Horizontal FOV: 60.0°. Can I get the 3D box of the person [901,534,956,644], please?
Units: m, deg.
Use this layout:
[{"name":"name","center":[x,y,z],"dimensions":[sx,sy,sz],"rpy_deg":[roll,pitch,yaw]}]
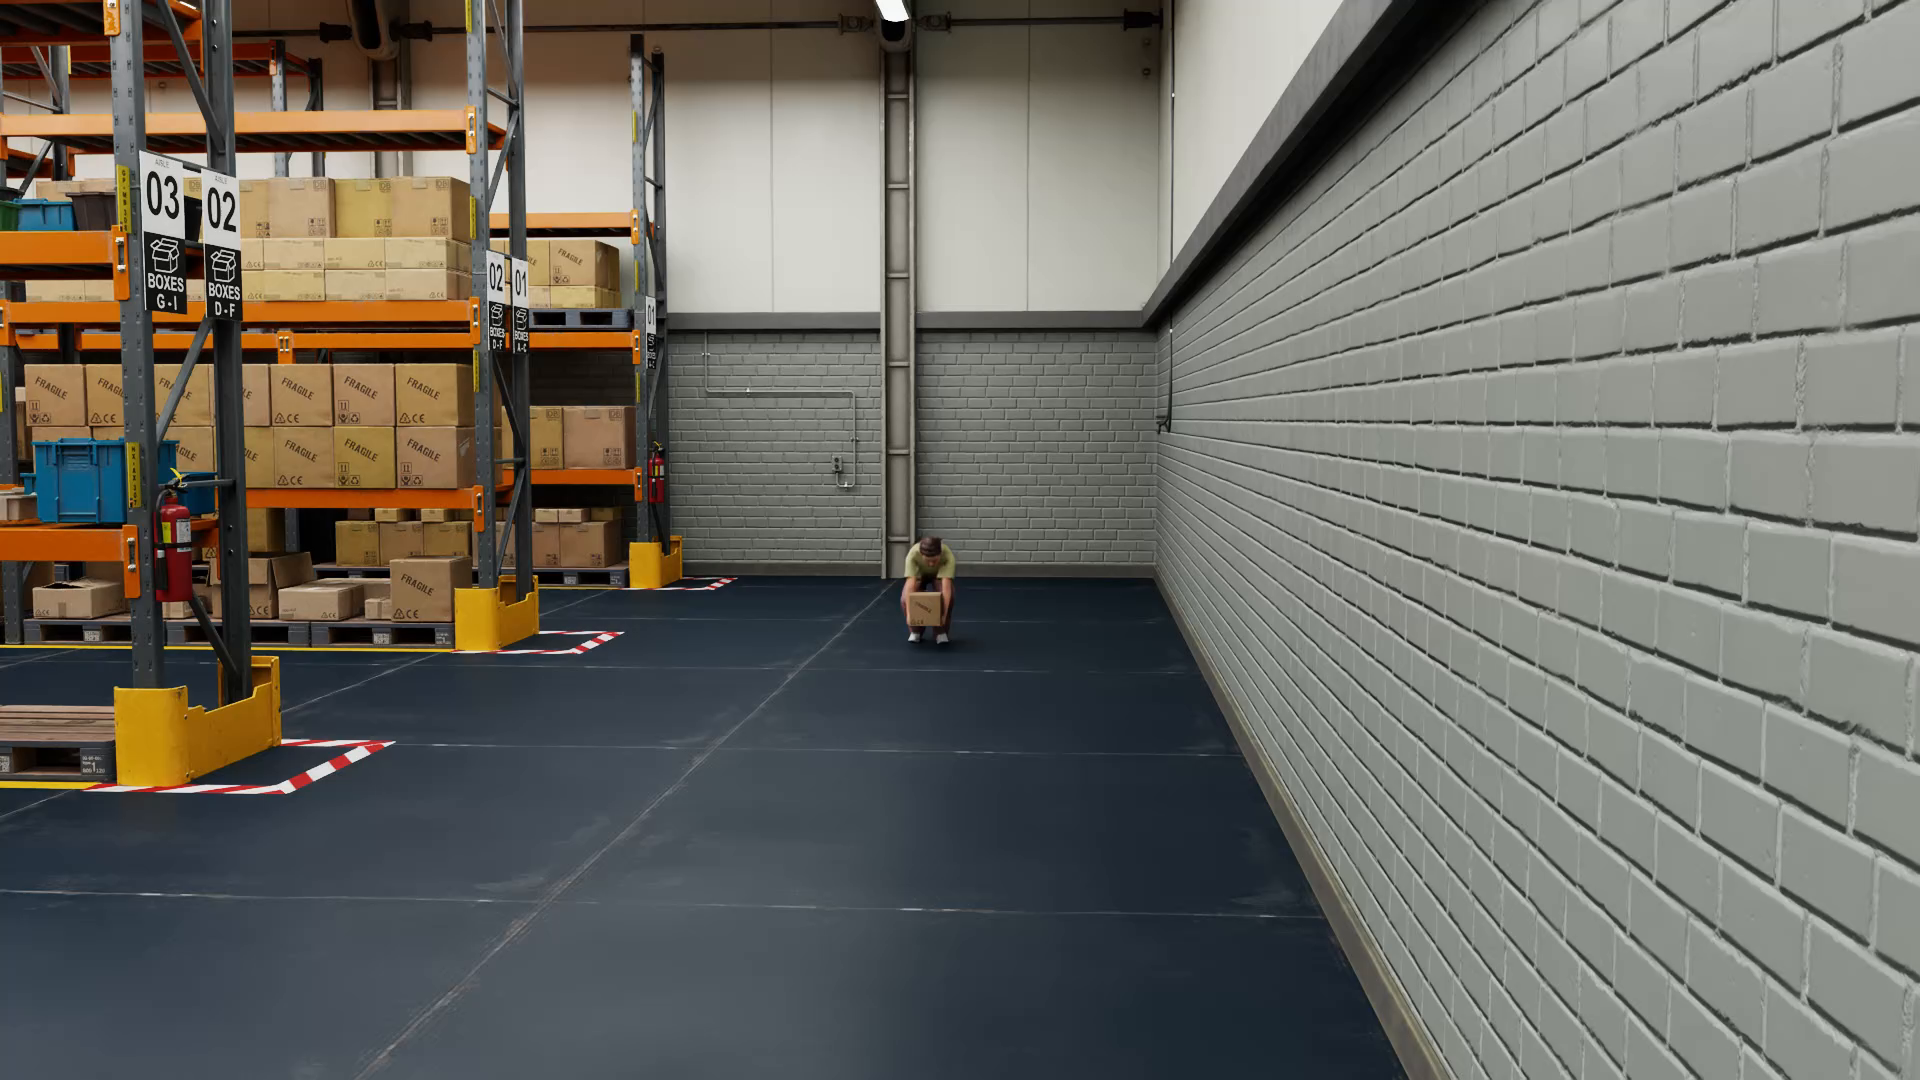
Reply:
[{"name":"person","center":[-0.258,0.399,13.781],"dimensions":[0.455,0.929,0.836],"rpy_deg":[0,4,2]}]
